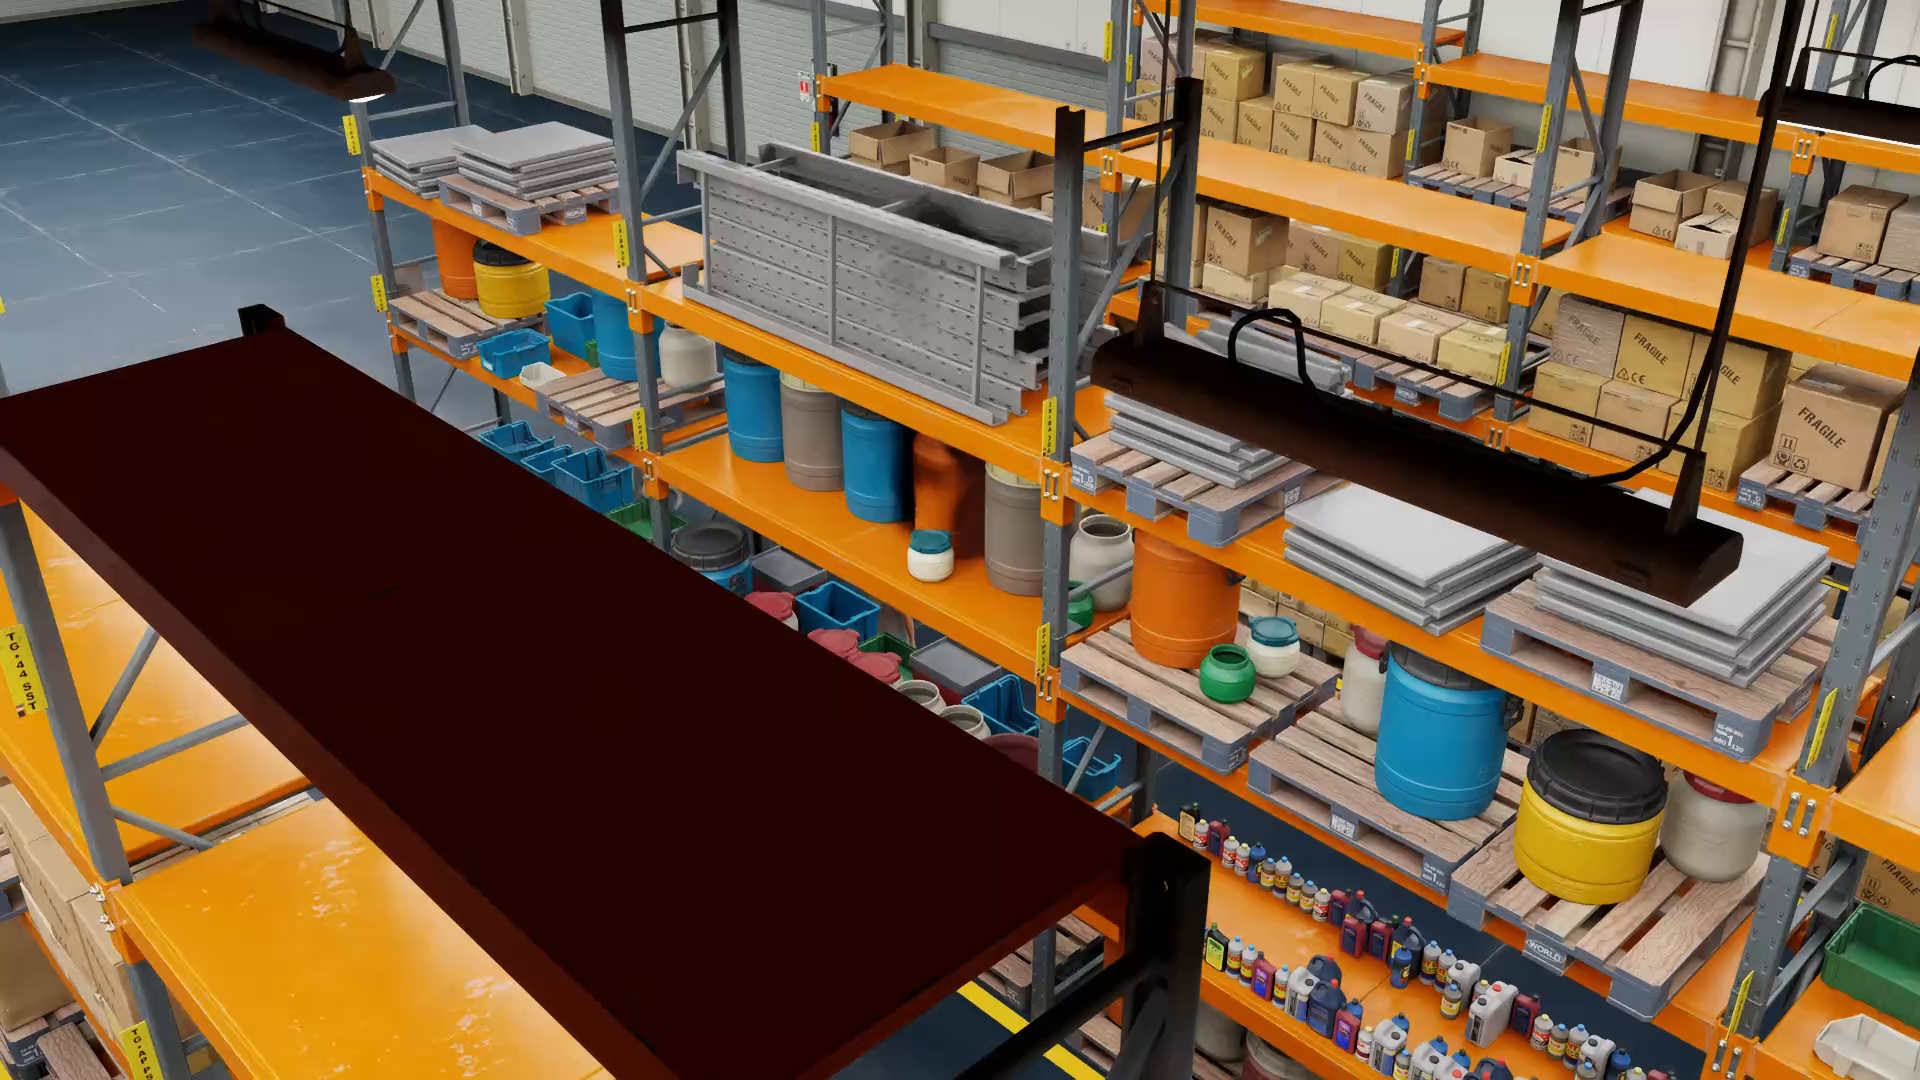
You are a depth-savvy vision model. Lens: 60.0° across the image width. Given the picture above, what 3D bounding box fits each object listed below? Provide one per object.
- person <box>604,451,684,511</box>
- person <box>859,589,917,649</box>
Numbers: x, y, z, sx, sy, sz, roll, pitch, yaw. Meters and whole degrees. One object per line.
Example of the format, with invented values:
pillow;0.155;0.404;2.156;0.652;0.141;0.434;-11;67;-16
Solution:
person;-3.264;-0.911;16.926;0.943;1.566;0.723;-2;28;-4
person;-0.533;0.811;13.593;0.670;1.658;0.612;9;30;17
